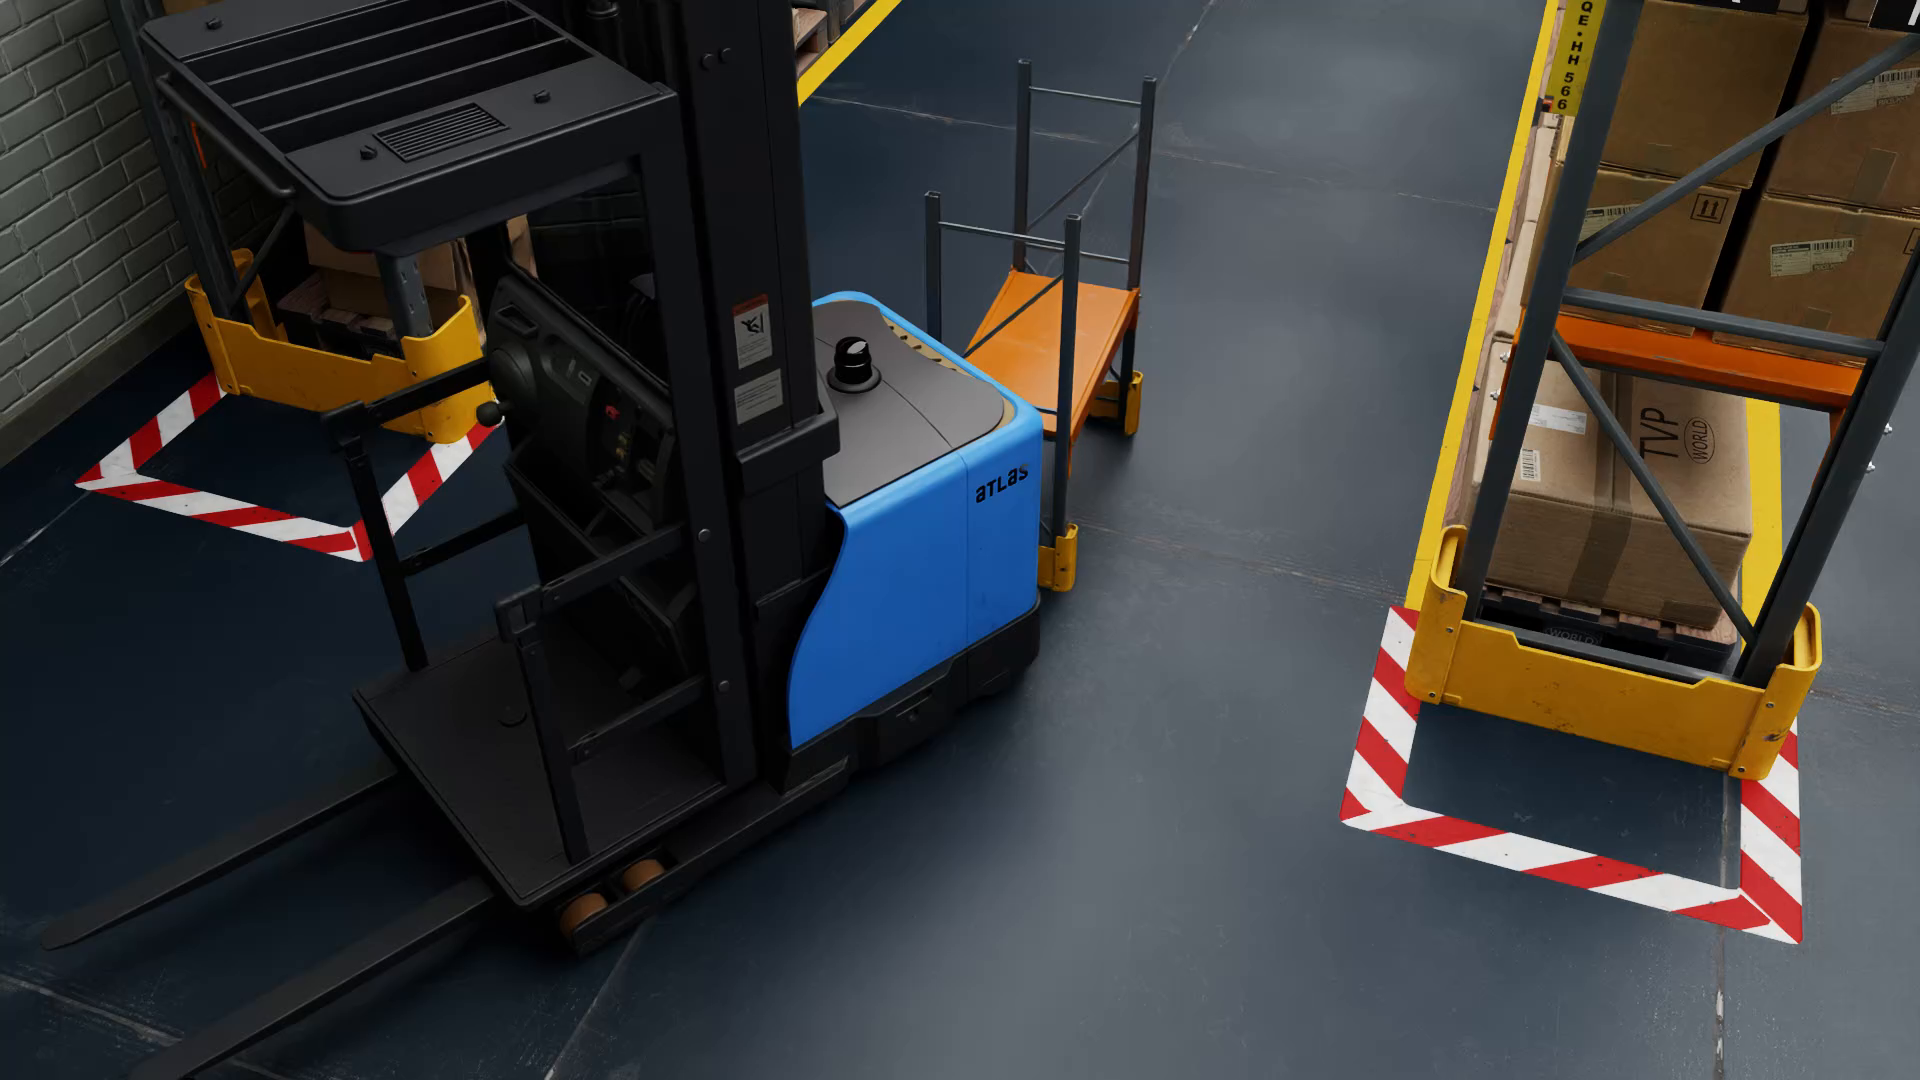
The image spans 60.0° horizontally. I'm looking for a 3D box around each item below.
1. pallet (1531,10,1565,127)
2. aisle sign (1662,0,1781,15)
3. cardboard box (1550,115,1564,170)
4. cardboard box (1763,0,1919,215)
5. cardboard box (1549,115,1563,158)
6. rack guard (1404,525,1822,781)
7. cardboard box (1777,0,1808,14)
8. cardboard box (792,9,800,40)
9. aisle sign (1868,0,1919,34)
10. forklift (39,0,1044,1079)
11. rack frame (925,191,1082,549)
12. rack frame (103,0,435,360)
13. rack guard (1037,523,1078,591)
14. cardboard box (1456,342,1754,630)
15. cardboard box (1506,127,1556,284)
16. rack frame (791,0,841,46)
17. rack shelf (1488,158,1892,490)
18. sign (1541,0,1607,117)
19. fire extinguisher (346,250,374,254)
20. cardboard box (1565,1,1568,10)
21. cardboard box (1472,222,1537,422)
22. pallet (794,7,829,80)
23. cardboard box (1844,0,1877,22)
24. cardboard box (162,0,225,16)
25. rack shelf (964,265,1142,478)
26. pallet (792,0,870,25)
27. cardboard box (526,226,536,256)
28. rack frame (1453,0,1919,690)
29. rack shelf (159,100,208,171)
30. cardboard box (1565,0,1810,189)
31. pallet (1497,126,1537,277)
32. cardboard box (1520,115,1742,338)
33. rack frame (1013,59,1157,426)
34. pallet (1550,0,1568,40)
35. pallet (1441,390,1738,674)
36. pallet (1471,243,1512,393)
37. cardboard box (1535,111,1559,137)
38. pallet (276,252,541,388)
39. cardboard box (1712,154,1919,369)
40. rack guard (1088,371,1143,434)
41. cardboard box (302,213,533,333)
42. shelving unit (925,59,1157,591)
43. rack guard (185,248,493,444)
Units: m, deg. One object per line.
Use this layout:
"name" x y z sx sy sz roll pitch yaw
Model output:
"pallet" 3.672 -2.470 8.982 1.003 0.211 1.213 13 42 15
"aisle sign" 1.795 -1.617 3.832 0.394 0.787 0.004 13 42 15
"cardboard box" 2.213 -1.297 5.382 0.500 0.500 0.500 12 42 14
"cardboard box" 2.543 -1.251 4.558 0.500 0.500 0.500 12 42 14
"cardboard box" 2.380 -1.613 5.753 0.500 0.500 0.500 14 43 16
"rack guard" 2.103 0.362 5.440 1.175 0.500 0.348 13 42 15
"cardboard box" 2.046 -1.532 4.387 0.380 0.149 0.250 14 42 16
"cardboard box" -1.101 -2.813 9.109 0.380 0.149 0.250 12 42 14
"aisle sign" 2.359 -1.484 3.676 0.394 0.787 0.004 13 42 15
"forklift" -1.183 -0.309 4.354 3.031 2.935 1.130 -29 48 -29
"rack frame" 0.132 -0.467 5.642 0.500 1.500 0.032 12 42 14
"rack frame" -2.555 -1.703 5.935 1.000 3.000 0.127 13 42 15
"rack guard" 0.133 0.008 6.048 0.587 0.250 0.087 12 42 14
"cardboard box" 2.243 -0.213 5.839 0.875 0.438 0.875 12 42 14
"cardboard box" 2.858 -1.323 7.140 0.875 0.438 0.875 12 42 14
"rack frame" -1.187 -4.143 8.794 1.000 3.000 0.127 13 42 15
"rack shelf" 2.795 -1.550 6.309 1.077 0.370 4.000 13 42 15
"sign" 1.606 -1.263 4.345 0.100 0.325 0.005 13 42 15
"fire extinguisher" -2.171 -1.339 5.856 0.296 0.674 0.183 13 42 15
"cardboard box" 3.917 -3.343 9.171 0.875 0.875 0.875 14 43 16
"cardboard box" 2.548 -0.773 6.496 0.875 0.438 0.875 14 43 16
"pallet" -1.423 -2.663 9.209 1.003 0.211 1.213 13 42 15
"cardboard box" 2.493 -1.424 4.260 0.380 0.149 0.250 14 42 16
"cardboard box" -2.647 -2.098 6.285 0.500 0.250 0.500 14 43 16
"rack shelf" 0.291 -0.644 6.126 0.538 0.185 1.000 12 42 14
"pallet" -0.944 -3.586 10.291 1.003 0.211 1.213 13 42 15
"cardboard box" -2.075 -1.381 7.430 0.380 0.149 0.250 12 42 13
"rack frame" 2.111 -0.603 4.646 1.000 3.000 0.127 13 42 15
"rack shelf" -1.871 -2.649 7.598 1.077 0.370 4.000 13 42 15
"cardboard box" 2.052 -1.369 4.696 0.500 0.500 0.500 15 43 16
"pallet" 3.145 -1.536 7.888 1.003 0.211 1.213 13 42 15
"cardboard box" 2.027 -0.994 5.027 0.500 0.500 0.500 14 42 15
"rack frame" 0.449 -1.094 6.377 0.500 1.500 0.032 12 42 14
"pallet" 4.087 -3.216 9.857 1.003 0.211 1.213 13 42 15
"pallet" 2.311 -0.048 6.143 1.003 0.211 1.213 13 42 15
"pallet" 2.730 -0.789 7.012 1.003 0.211 1.213 13 42 15
"cardboard box" 3.163 -1.869 7.780 0.875 0.438 0.875 13 42 14
"pallet" -2.257 -1.175 7.464 1.003 0.211 1.213 13 42 15
"cardboard box" 2.545 -0.871 4.882 0.500 0.500 0.500 13 42 15
"rack guard" 0.443 -0.607 6.768 0.587 0.250 0.087 12 42 14
"cardboard box" -2.257 -1.265 7.021 0.797 0.503 0.637 12 42 13
"shelving unit" 0.288 -0.775 6.003 0.587 1.500 1.083 12 42 14
"rack guard" -2.529 -0.798 6.800 1.175 0.500 0.348 13 42 15
